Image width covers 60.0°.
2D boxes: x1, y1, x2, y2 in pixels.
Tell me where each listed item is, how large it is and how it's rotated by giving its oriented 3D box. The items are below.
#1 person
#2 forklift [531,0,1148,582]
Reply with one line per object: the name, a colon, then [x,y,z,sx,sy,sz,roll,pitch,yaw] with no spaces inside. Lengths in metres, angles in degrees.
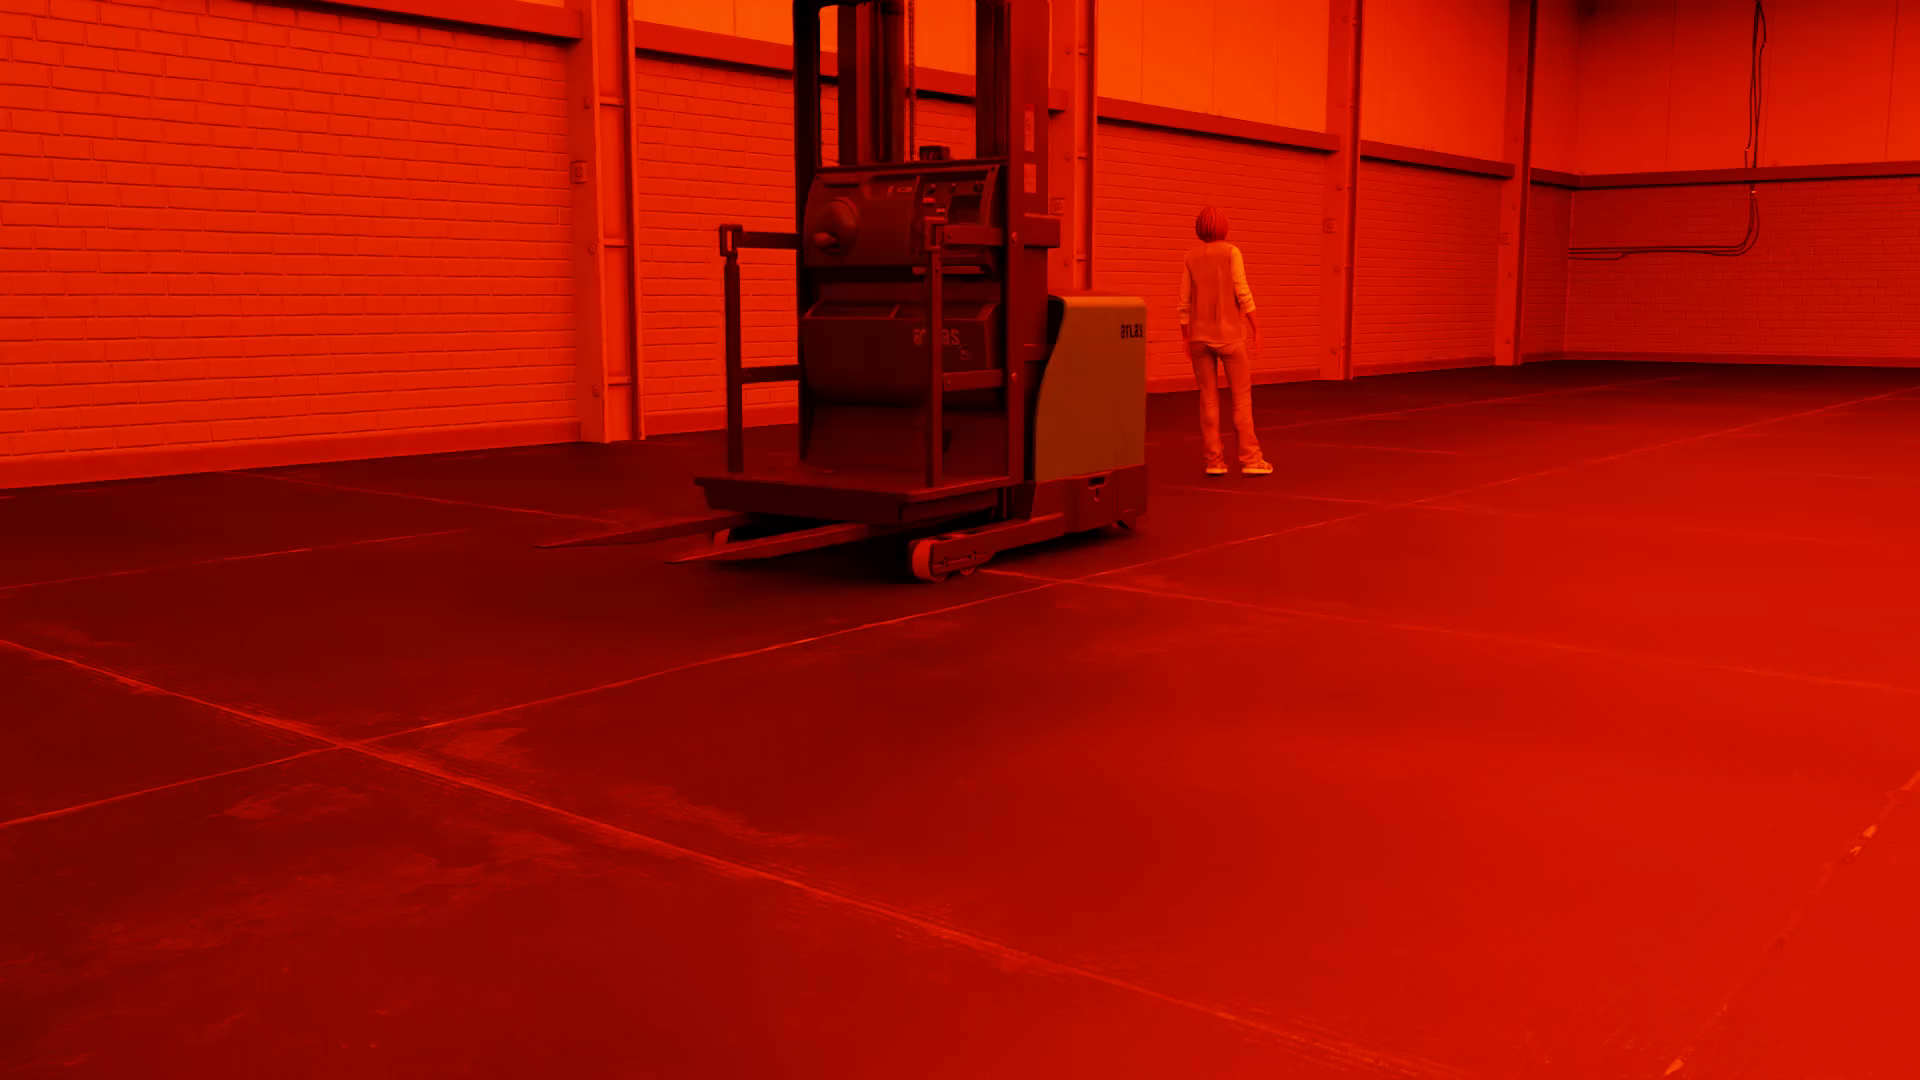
person: [1.583,-1.190,9.971,0.520,1.597,0.475,5,10,31]
forklift: [-0.365,-1.367,6.624,1.130,2.935,3.031,6,10,33]
